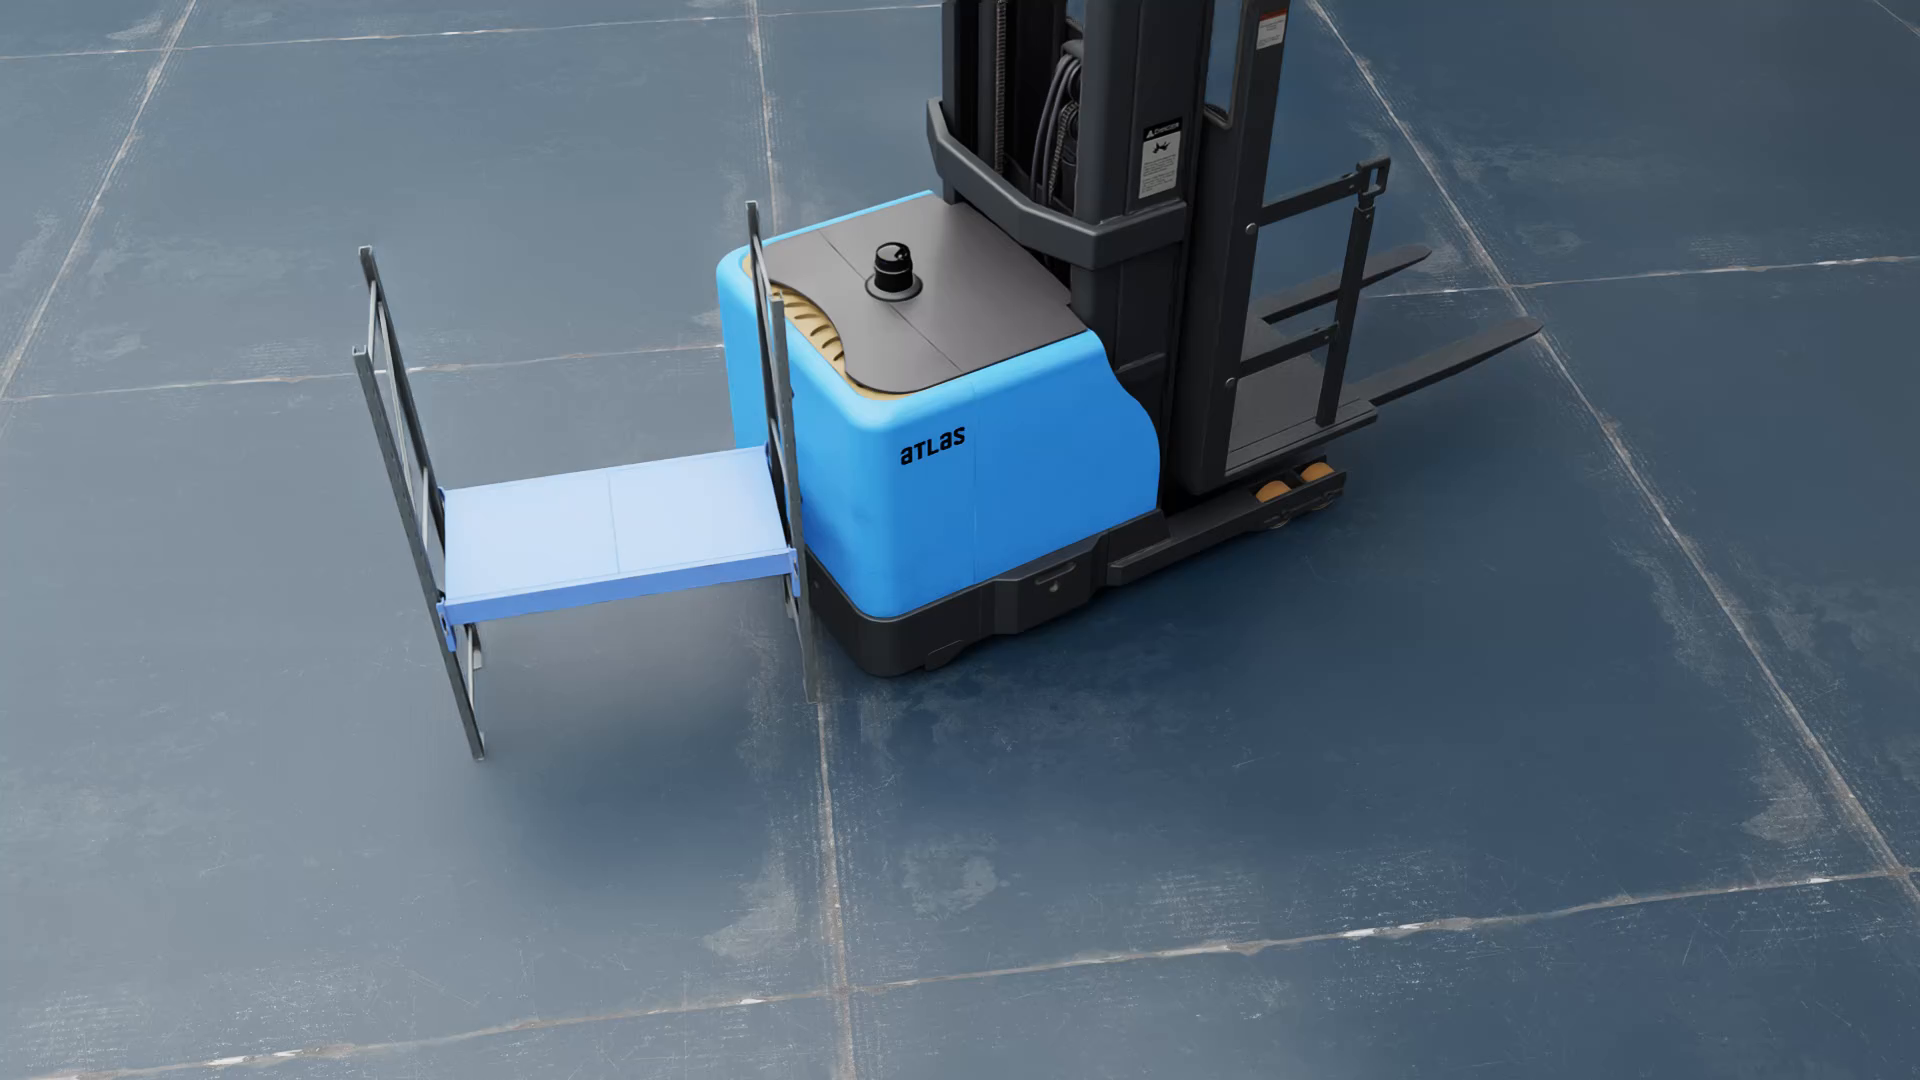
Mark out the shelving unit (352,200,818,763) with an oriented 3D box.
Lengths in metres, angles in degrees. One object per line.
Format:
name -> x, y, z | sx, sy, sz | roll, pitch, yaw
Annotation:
shelving unit -> -1.010, -0.129, 4.774 | 1.048, 1.500, 0.538 | -9, 43, -10

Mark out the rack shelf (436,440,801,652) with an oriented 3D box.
rack shelf -> -1.010, 0.004, 4.894 | 1.000, 0.185, 0.538 | -9, 43, -10

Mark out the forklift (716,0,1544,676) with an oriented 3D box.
forklift -> 0.759, -1.409, 5.124 | 3.031, 2.935, 1.130 | -22, 47, -23

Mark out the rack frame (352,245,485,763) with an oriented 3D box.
rack frame -> -1.505, -0.052, 4.688 | 0.032, 1.500, 0.500 | -9, 43, -10

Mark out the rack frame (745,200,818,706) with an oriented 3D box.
rack frame -> -0.515, -0.206, 4.859 | 0.032, 1.500, 0.500 | -9, 43, -10
